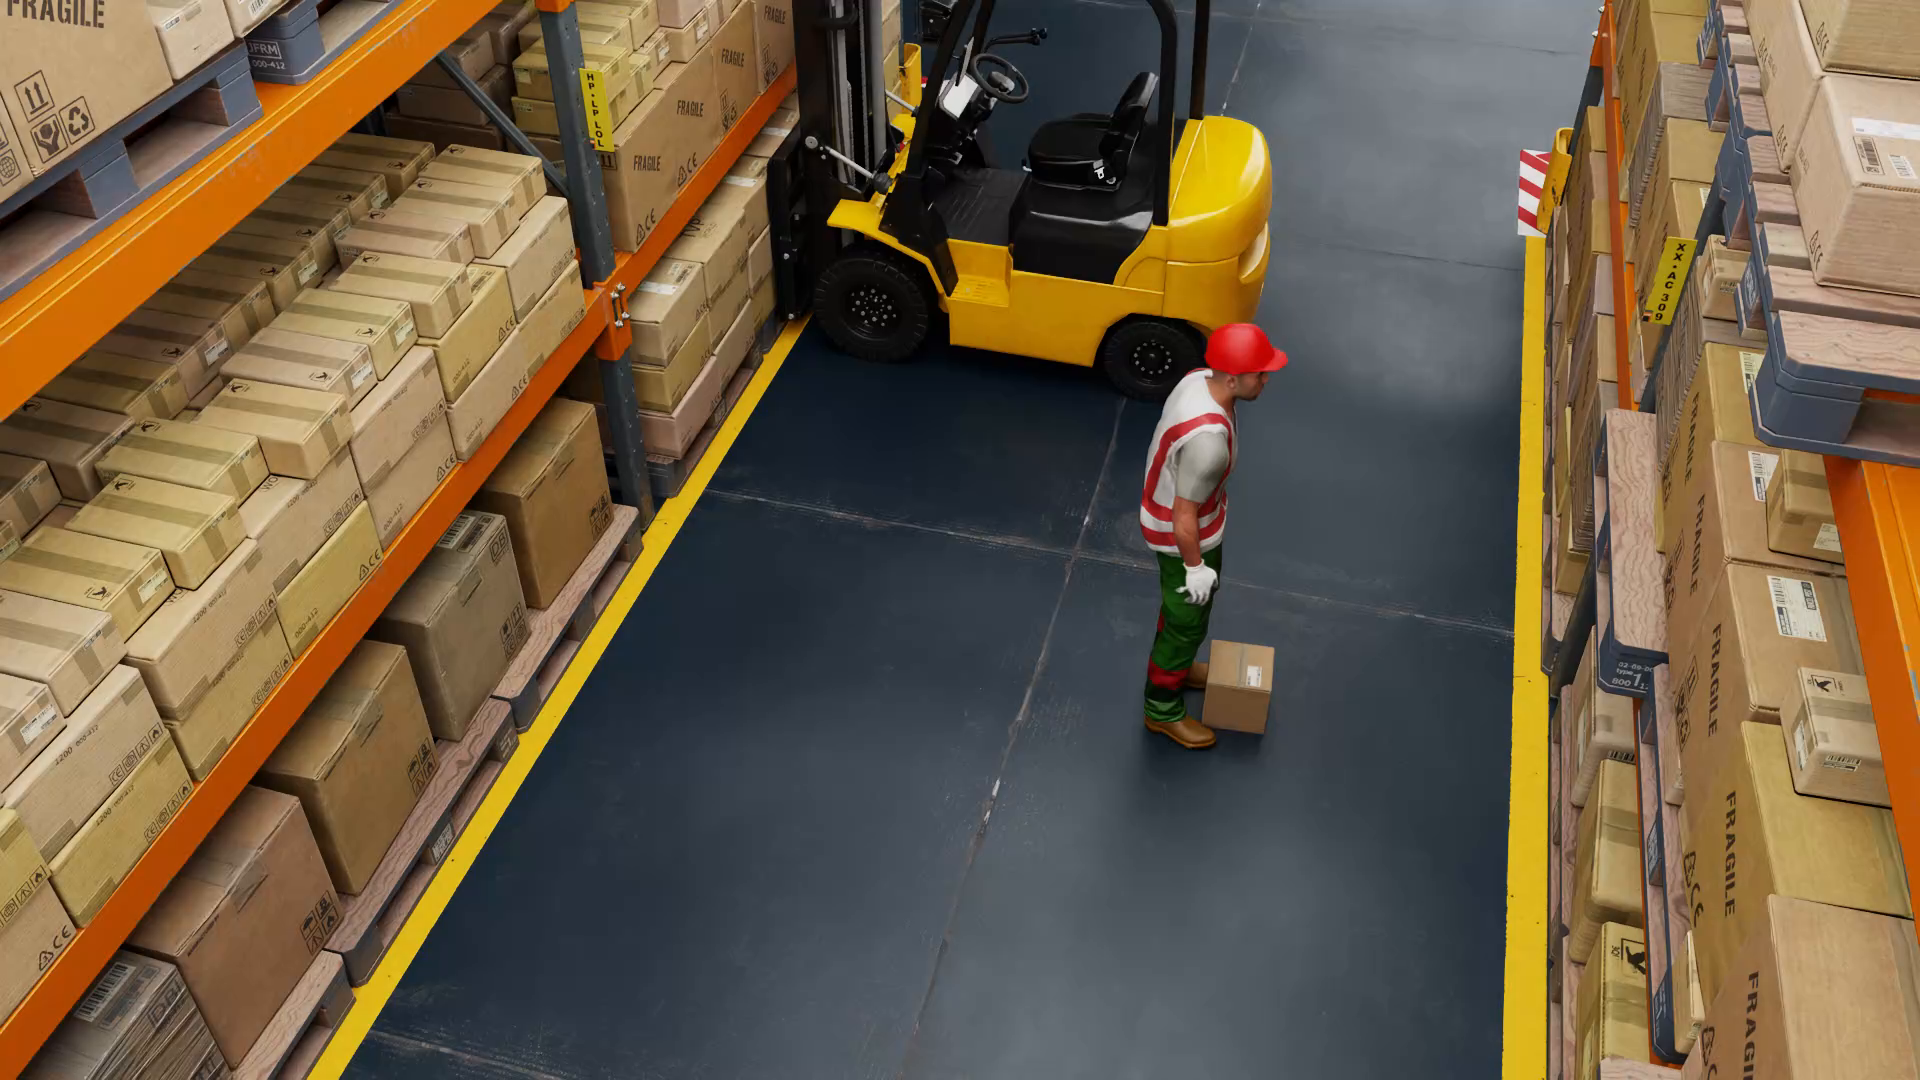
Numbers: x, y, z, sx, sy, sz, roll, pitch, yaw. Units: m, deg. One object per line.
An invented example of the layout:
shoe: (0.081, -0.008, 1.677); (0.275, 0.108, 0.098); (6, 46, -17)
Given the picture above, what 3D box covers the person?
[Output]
person: (0.893, -0.039, 6.192); (0.453, 1.778, 0.615); (8, 41, 9)
